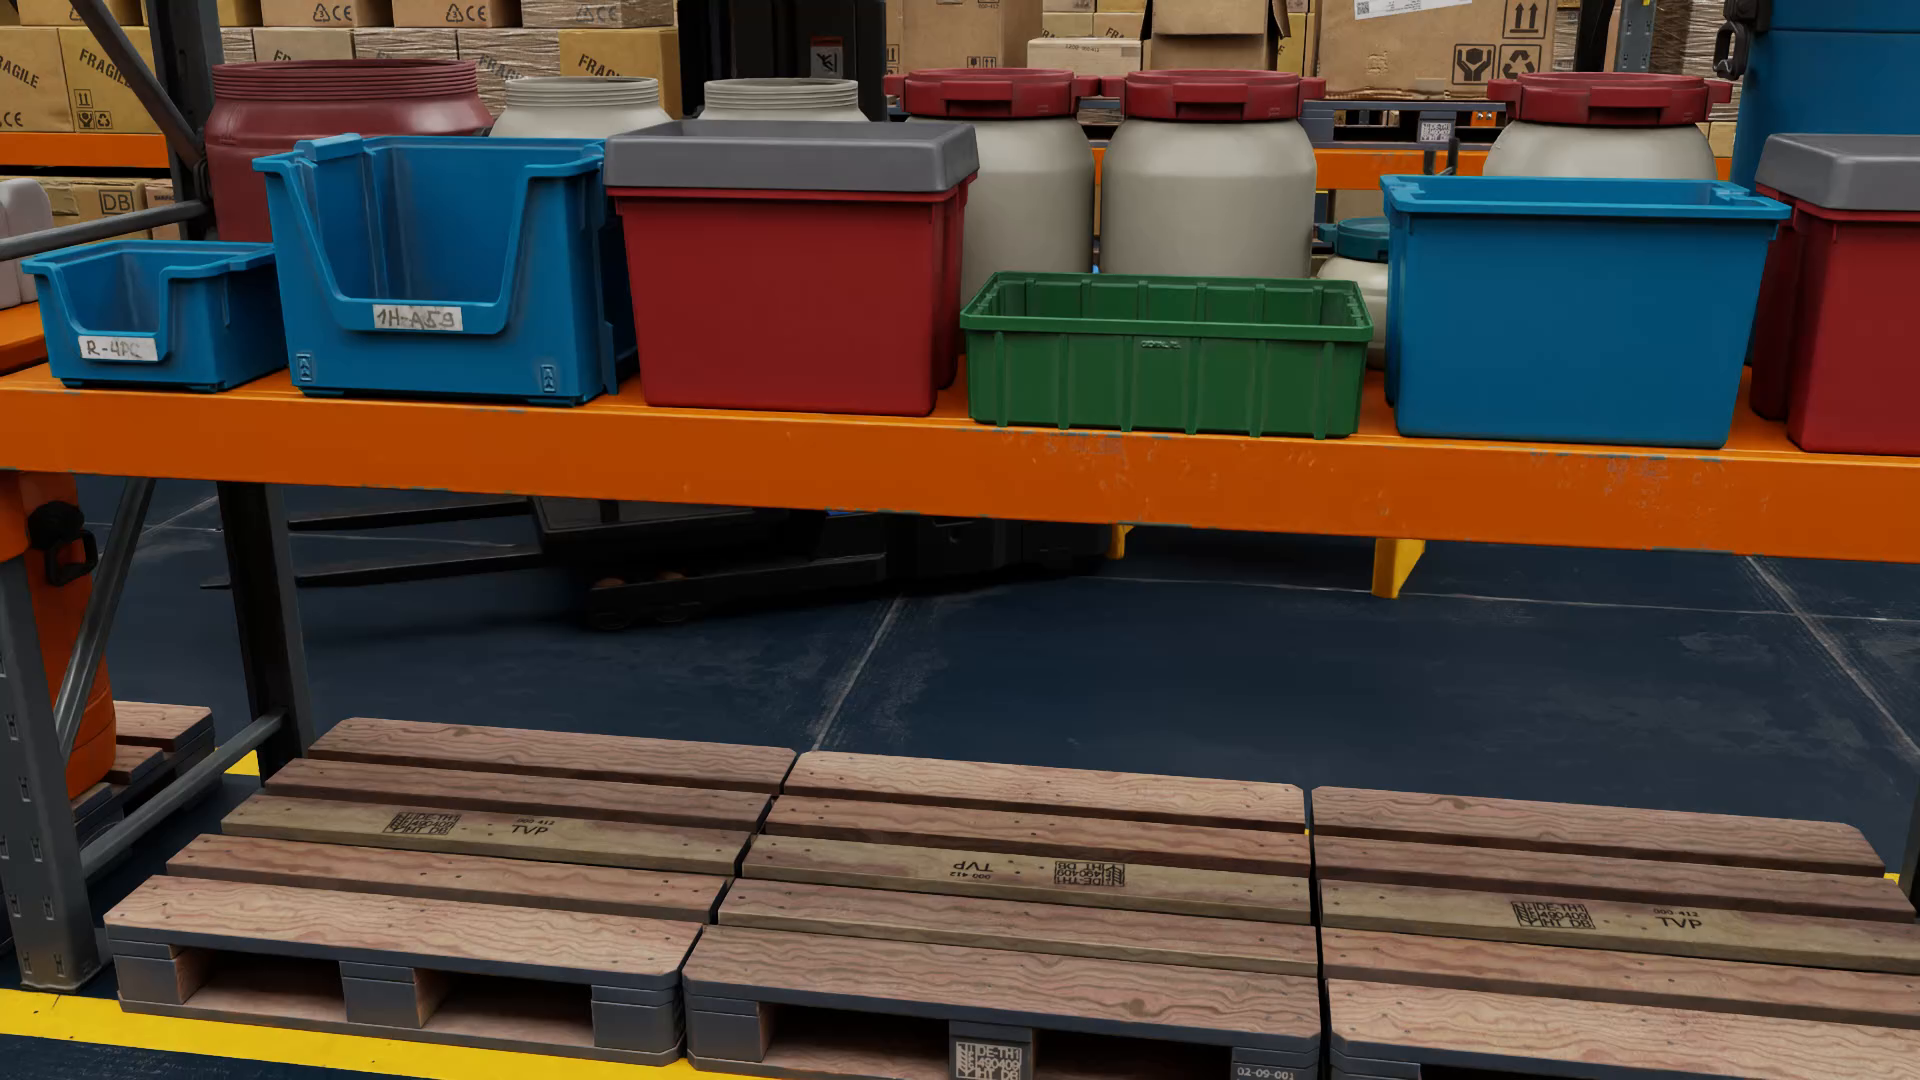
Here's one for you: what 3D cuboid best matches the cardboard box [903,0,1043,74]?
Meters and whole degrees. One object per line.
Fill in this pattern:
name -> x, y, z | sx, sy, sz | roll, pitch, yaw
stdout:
cardboard box -> 0.066, -2.420, 7.989 | 0.500, 0.500, 0.700 | 6, 19, 17

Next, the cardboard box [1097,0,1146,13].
cardboard box -> 1.294, -4.179, 12.334 | 0.500, 0.500, 0.700 | 3, 19, 8

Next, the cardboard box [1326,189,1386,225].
cardboard box -> 3.168, -2.668, 12.433 | 0.750, 0.750, 1.050 | 3, 19, 8

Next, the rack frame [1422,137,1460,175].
rack frame -> 1.593, -0.596, 5.720 | 0.032, 1.500, 0.500 | 8, 20, 24

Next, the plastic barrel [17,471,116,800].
plastic barrel -> -2.312, 0.177, 3.804 | 0.708, 0.830, 0.600 | 3, 19, 9

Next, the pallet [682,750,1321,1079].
pallet -> 0.134, 0.802, 3.572 | 1.213, 0.211, 1.003 | 3, 19, 9

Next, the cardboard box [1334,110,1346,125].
cardboard box -> 4.748, -5.739, 21.810 | 0.625, 0.625, 0.875 | 4, 19, 11

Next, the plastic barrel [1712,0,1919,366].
plastic barrel -> 1.790, -0.784, 3.129 | 0.708, 0.901, 0.600 | 3, 19, 9

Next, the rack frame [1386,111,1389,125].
rack frame -> 4.481, -5.088, 16.783 | 0.127, 3.000, 1.000 | 3, 19, 9

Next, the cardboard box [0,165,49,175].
cardboard box -> -5.629, -1.636, 9.152 | 0.875, 0.875, 0.875 | 3, 19, 9

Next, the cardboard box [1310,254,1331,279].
cardboard box -> 1.838, -1.074, 8.033 | 0.500, 0.500, 0.700 | 3, 19, 8

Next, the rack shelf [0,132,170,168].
rack shelf -> -3.015, -1.944, 8.521 | 4.000, 0.370, 1.077 | 3, 19, 9

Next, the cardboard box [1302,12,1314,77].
cardboard box -> 2.739, -3.548, 12.022 | 0.500, 0.500, 0.500 | 3, 19, 8

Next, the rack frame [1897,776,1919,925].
rack frame -> 2.123, -0.432, 2.867 | 0.127, 3.000, 1.000 | 3, 19, 9

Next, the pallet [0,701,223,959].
pallet -> -2.611, 0.662, 3.990 | 1.213, 0.211, 1.003 | 3, 19, 9

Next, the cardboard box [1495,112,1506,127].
cardboard box -> 4.405, -2.670, 12.244 | 0.875, 0.875, 0.875 | 3, 19, 9

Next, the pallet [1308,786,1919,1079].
pallet -> 1.342, 0.863, 3.391 | 1.213, 0.211, 1.003 | 3, 19, 9

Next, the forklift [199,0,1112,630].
forklift -> -1.030, -1.284, 5.521 | 3.031, 2.935, 1.130 | -6, 19, -17

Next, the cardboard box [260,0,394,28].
cardboard box -> -3.066, -2.815, 8.251 | 0.637, 0.503, 0.797 | 4, 19, 10

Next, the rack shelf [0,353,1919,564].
rack shelf -> 0.149, -0.191, 3.282 | 4.000, 0.370, 1.077 | 3, 19, 9

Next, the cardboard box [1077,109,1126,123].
cardboard box -> 1.929, -5.882, 22.237 | 0.625, 0.625, 0.875 | 4, 19, 10

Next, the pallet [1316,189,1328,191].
pallet -> 3.712, -3.805, 17.341 | 1.213, 0.211, 1.003 | 3, 19, 9

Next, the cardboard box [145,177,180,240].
cardboard box -> -3.472, -1.507, 8.767 | 0.875, 0.875, 1.225 | 2, 19, 7

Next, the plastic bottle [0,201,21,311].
plastic bottle -> -2.226, -0.650, 3.713 | 0.135, 0.276, 0.152 | 3, 19, 9

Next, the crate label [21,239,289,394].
crate label -> -1.469, -0.415, 3.081 | 0.416, 0.233, 0.303 | 3, 19, 9

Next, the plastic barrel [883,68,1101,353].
plastic barrel -> 0.062, -0.672, 3.370 | 0.433, 0.535, 0.433 | 0, 18, 0

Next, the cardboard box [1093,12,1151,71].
cardboard box -> 1.247, -3.624, 12.249 | 0.500, 0.500, 0.500 | 3, 19, 9

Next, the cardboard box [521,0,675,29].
cardboard box -> -1.760, -2.750, 8.056 | 0.637, 0.503, 0.797 | 4, 19, 11

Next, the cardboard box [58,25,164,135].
cardboard box -> -4.079, -2.307, 8.314 | 0.500, 0.500, 0.500 | 3, 19, 9

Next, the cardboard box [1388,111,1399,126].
cardboard box -> 4.228, -3.703, 15.389 | 0.500, 0.500, 0.500 | 3, 19, 9

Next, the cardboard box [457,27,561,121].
cardboard box -> -2.058, -2.207, 8.013 | 0.500, 0.500, 0.500 | 3, 19, 8

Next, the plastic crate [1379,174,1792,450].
plastic crate -> 0.985, -0.382, 2.744 | 0.575, 0.384, 0.392 | 3, 19, 9

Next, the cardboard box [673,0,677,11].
cardboard box -> -1.987, -4.043, 12.455 | 0.250, 0.149, 0.380 | 4, 19, 11

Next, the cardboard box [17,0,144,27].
cardboard box -> -4.358, -2.880, 8.444 | 0.637, 0.503, 0.797 | 2, 19, 7

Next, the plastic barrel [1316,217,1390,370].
plastic barrel -> 0.841, -0.481, 3.231 | 0.301, 0.262, 0.301 | 0, 18, 0

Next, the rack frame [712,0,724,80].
rack frame -> -1.040, -2.185, 8.106 | 0.127, 3.000, 1.000 | 3, 19, 9

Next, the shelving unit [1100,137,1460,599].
shelving unit -> 1.124, -0.665, 5.928 | 1.083, 1.500, 0.587 | 8, 20, 24

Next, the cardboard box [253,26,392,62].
cardboard box -> -3.074, -2.258, 8.165 | 0.500, 0.500, 0.500 | 3, 19, 10

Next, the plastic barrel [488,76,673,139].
plastic barrel -> -0.776, -0.701, 3.496 | 0.421, 0.512, 0.421 | 0, 18, 0

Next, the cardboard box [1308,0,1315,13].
cardboard box -> 2.796, -4.102, 12.103 | 0.500, 0.500, 0.700 | 3, 19, 8

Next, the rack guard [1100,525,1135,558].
rack guard -> 0.673, -0.140, 6.327 | 0.087, 0.250, 0.587 | 8, 20, 24

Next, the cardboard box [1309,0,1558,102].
cardboard box -> 2.147, -2.551, 7.593 | 1.000, 1.000, 1.000 | 3, 19, 9

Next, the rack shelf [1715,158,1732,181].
rack shelf -> 4.884, -1.542, 7.318 | 4.000, 0.370, 1.077 | 3, 19, 9

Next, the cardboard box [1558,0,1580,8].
cardboard box -> 4.154, -4.086, 11.850 | 0.550, 0.550, 0.875 | 3, 19, 9

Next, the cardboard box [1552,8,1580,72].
cardboard box -> 4.162, -3.589, 12.065 | 0.550, 0.550, 0.875 | 3, 19, 9

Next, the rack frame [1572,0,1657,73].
rack frame -> 2.909, -1.984, 7.504 | 0.127, 3.000, 1.000 | 3, 19, 9

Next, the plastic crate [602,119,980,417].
plastic crate -> -0.279, -0.486, 2.929 | 0.583, 0.464, 0.402 | 3, 19, 9

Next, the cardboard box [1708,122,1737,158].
cardboard box -> 3.318, -1.743, 7.180 | 0.250, 0.149, 0.380 | 3, 19, 9

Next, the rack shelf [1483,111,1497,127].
rack shelf -> 5.770, -3.091, 11.947 | 4.000, 0.370, 1.077 | 3, 19, 9

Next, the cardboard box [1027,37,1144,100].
cardboard box -> 0.578, -2.157, 7.596 | 0.500, 0.250, 0.500 | 2, 19, 7

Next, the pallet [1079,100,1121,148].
pallet -> 0.921, -2.007, 7.877 | 1.213, 0.211, 1.003 | 3, 19, 9

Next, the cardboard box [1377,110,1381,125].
cardboard box -> 5.776, -5.578, 21.917 | 0.500, 0.250, 0.500 | 3, 19, 9
